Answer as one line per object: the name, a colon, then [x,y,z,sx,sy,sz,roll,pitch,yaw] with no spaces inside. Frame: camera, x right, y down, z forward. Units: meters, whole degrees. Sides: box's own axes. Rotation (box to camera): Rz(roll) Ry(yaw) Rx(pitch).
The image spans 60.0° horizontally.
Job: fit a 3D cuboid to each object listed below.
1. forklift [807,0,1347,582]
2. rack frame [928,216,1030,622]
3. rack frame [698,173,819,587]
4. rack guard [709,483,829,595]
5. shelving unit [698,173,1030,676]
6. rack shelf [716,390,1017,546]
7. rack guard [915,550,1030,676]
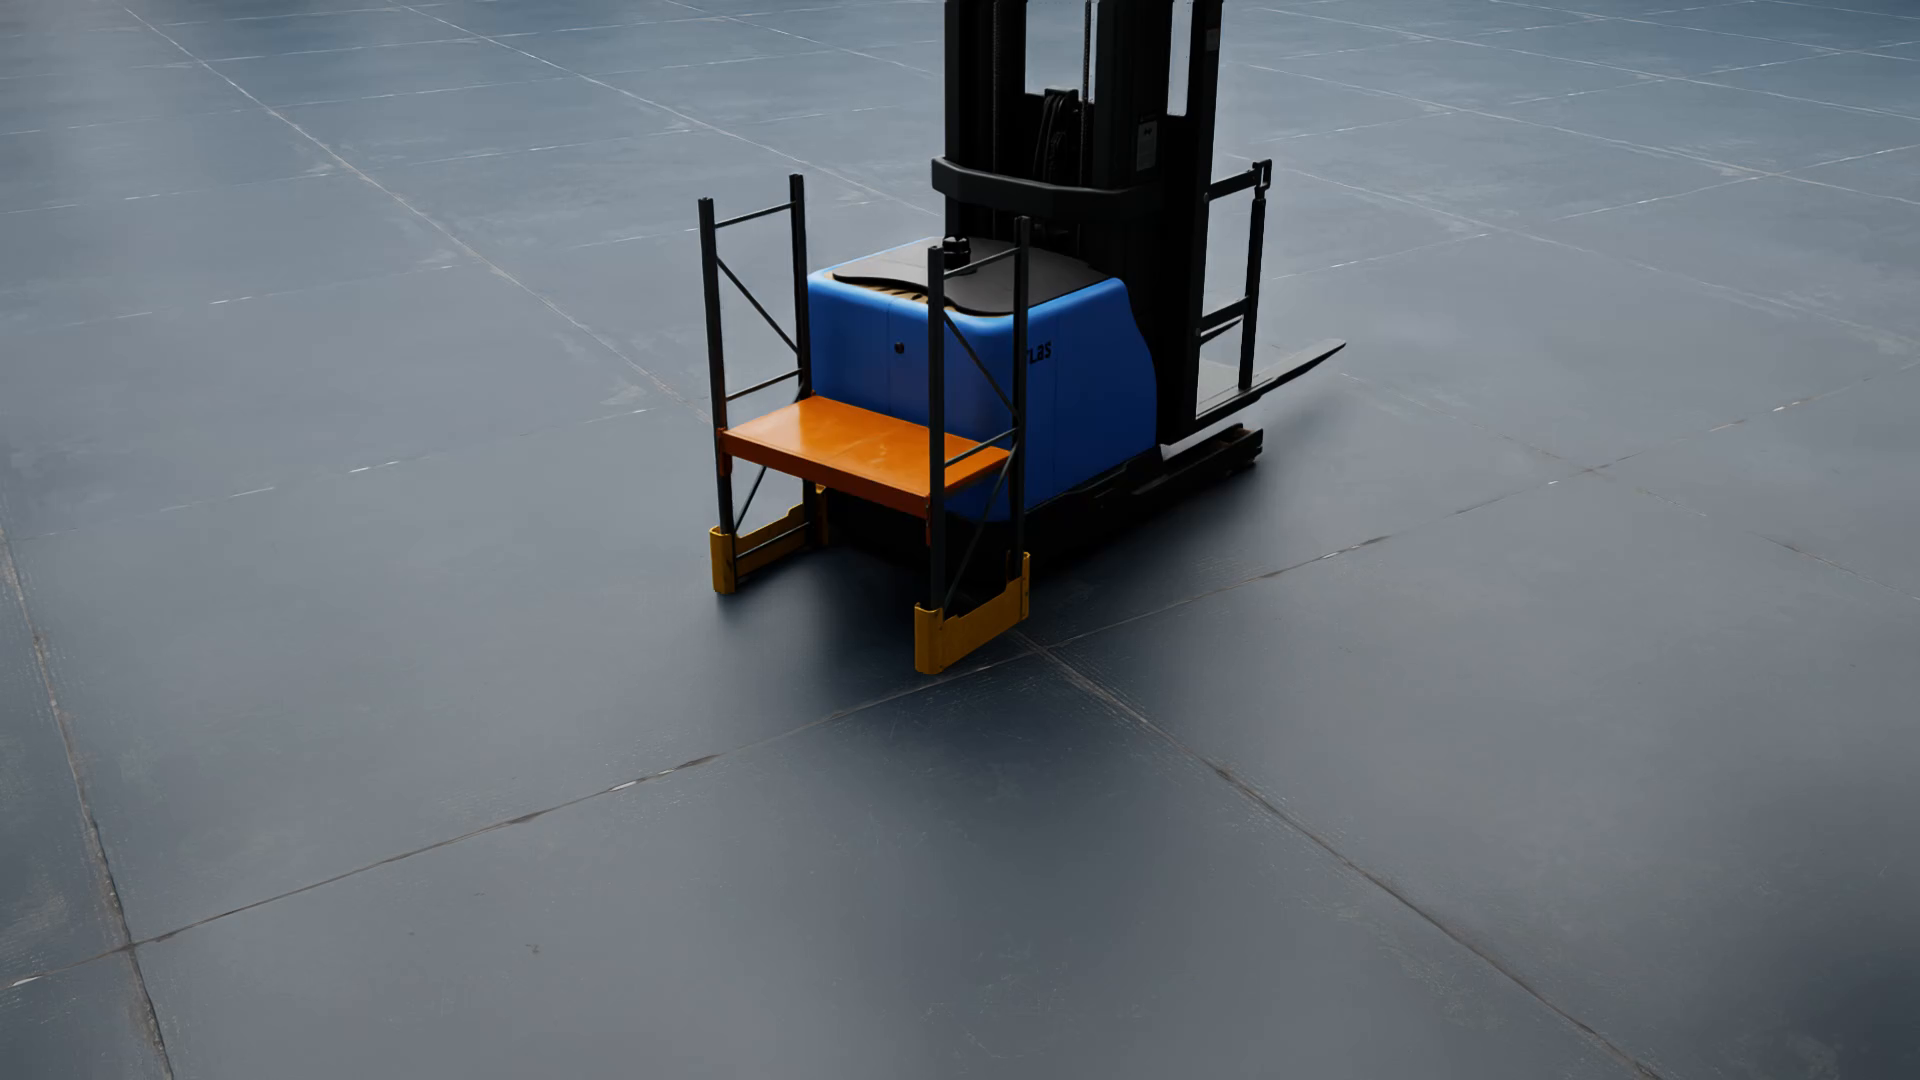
forklift: [0.707,-1.721,6.961,1.130,2.935,3.031,20,32,36]
rack frame: [0.065,-0.308,5.646,0.032,1.500,0.500,18,31,34]
rack frame: [-0.736,-0.575,6.212,0.032,1.500,0.500,18,31,34]
rack guard: [-0.735,-0.010,6.478,0.087,0.250,0.587,18,31,34]
shelving unit: [-0.343,-0.444,5.934,1.083,1.500,0.587,18,31,34]
rack shelf: [-0.336,-0.279,6.006,1.000,0.185,0.538,18,31,34]
rack guard: [0.050,0.252,5.923,0.087,0.250,0.587,18,31,34]
